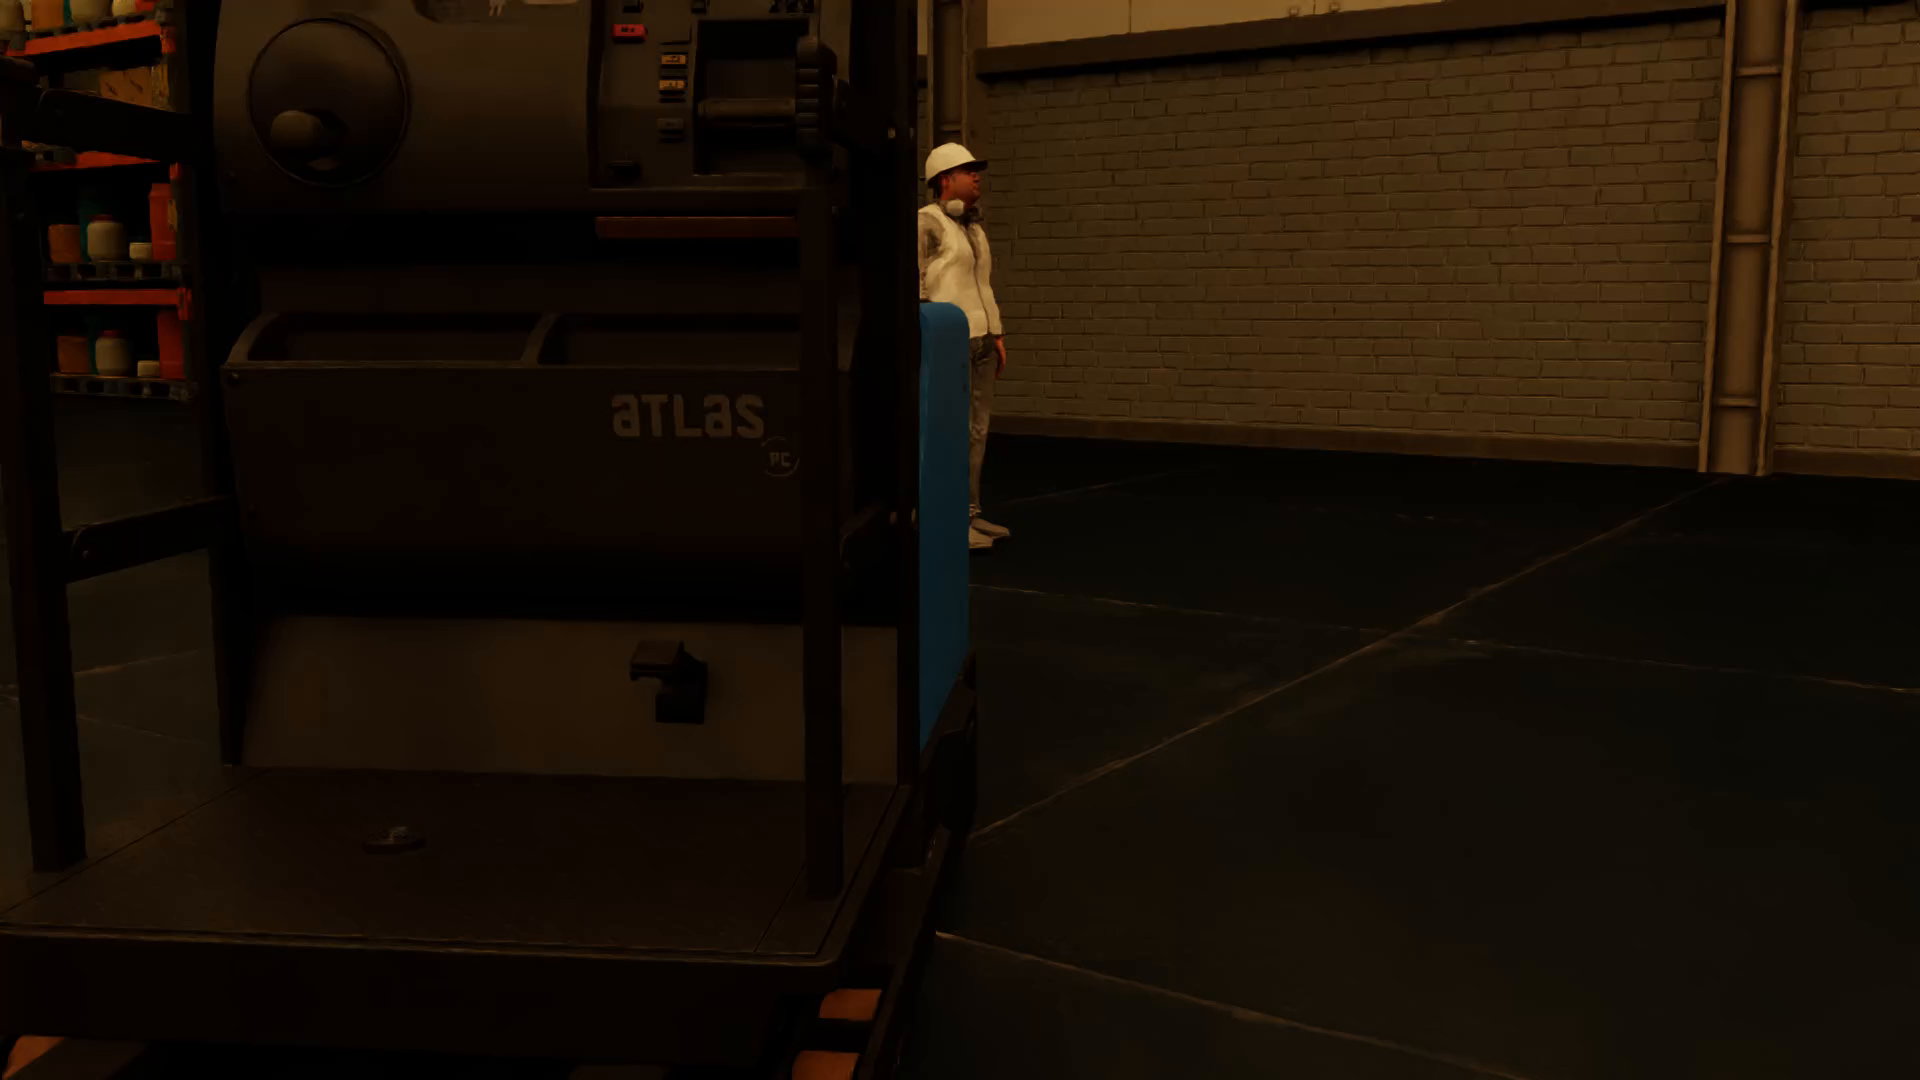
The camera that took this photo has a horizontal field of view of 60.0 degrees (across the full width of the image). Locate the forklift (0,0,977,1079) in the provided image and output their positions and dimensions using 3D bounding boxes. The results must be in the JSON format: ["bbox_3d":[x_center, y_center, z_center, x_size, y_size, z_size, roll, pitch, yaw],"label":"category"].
[{"bbox_3d":[-0.630,-0.709,2.177,1.130,2.935,3.031,1,8,6],"label":"forklift"}]

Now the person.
[{"bbox_3d":[0.047,-0.879,7.436,0.567,1.773,0.632,5,10,34],"label":"person"}]
